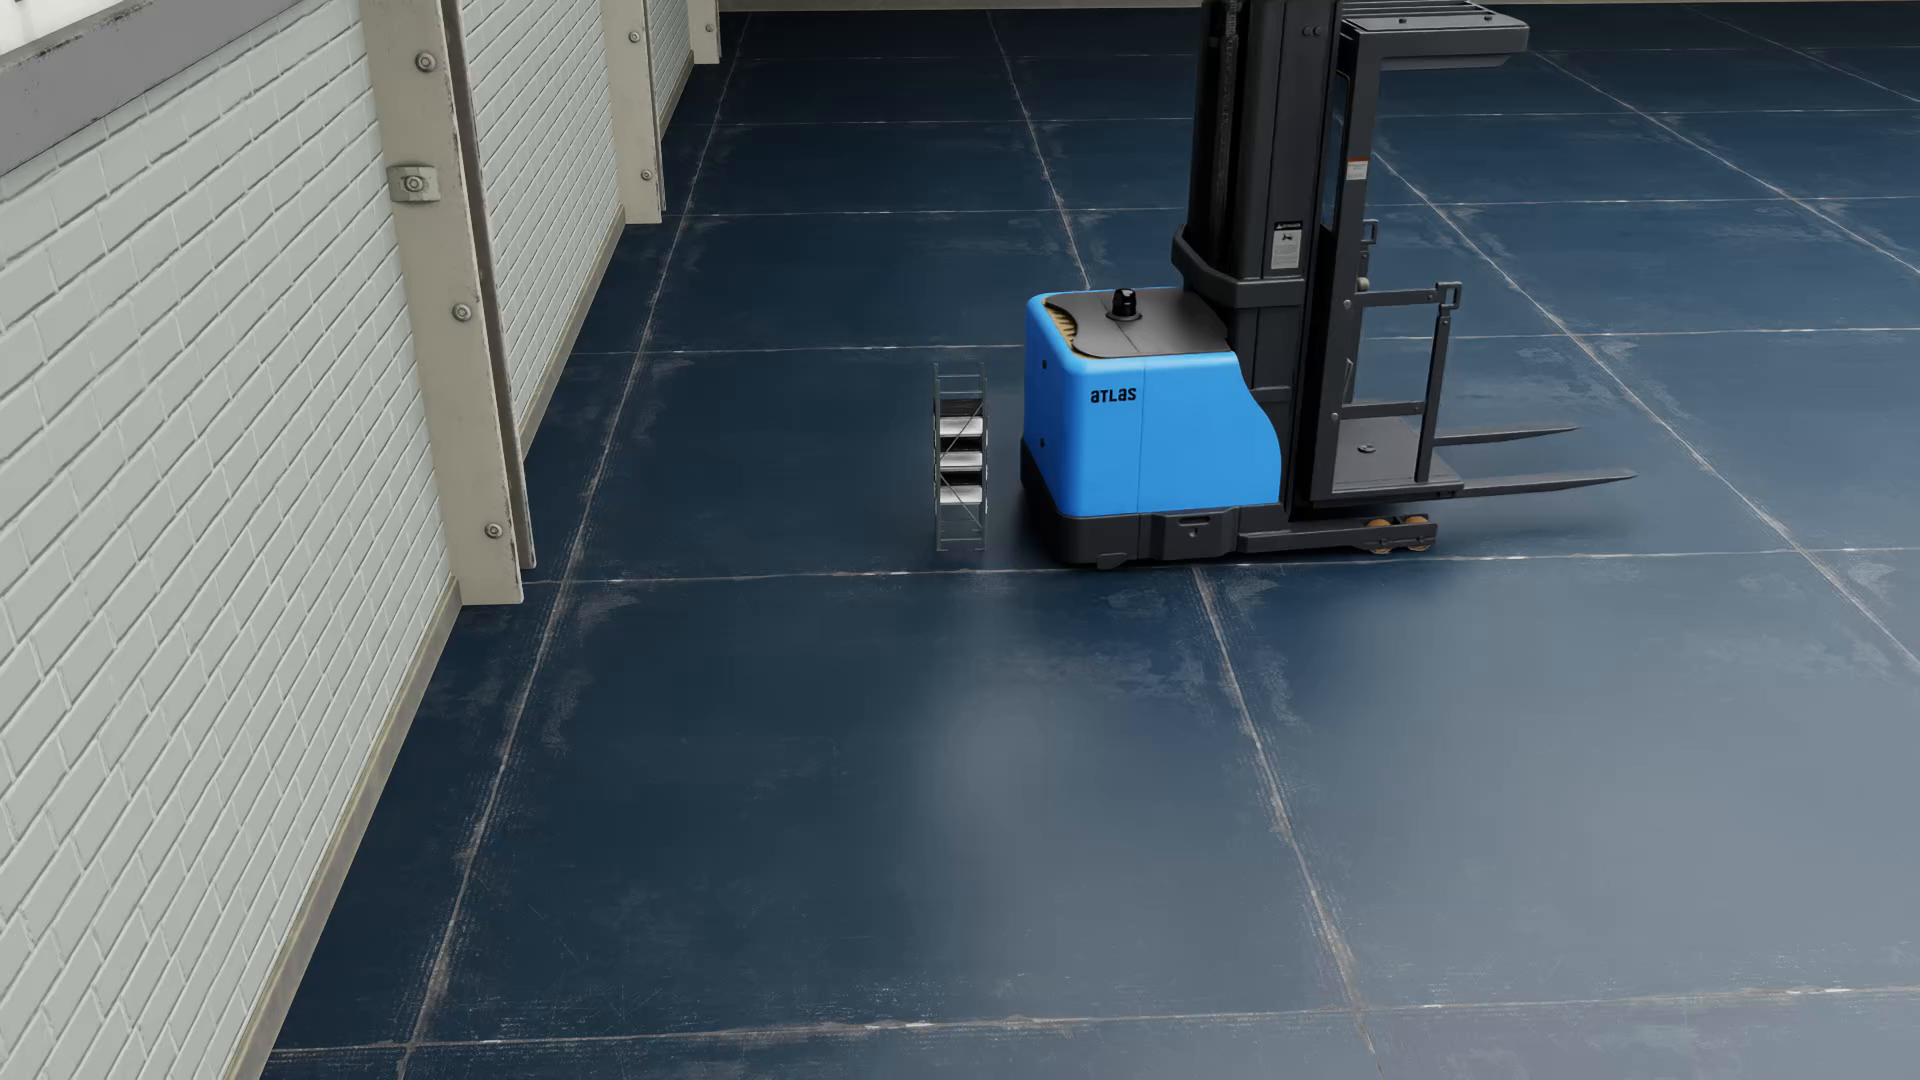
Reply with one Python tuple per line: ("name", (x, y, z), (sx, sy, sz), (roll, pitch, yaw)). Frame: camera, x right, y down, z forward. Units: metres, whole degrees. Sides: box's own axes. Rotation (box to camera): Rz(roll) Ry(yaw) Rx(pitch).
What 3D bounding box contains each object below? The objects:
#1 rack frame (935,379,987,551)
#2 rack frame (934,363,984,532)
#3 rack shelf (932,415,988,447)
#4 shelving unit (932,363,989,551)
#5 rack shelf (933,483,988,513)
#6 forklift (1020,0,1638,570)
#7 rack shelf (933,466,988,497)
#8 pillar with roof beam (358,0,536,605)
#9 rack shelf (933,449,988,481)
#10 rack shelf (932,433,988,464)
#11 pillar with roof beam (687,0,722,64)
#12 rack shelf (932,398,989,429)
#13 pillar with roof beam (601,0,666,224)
("rack frame", (0.006, -0.348, 7.945), (0.240, 0.900, 0.006), (-1, 28, -3))
("rack frame", (-0.005, -0.442, 8.125), (0.240, 0.900, 0.006), (-1, 28, -3))
("rack shelf", (0.000, -0.525, 7.967), (0.258, 0.077, 0.200), (-1, 28, -3))
("shelving unit", (0.000, -0.395, 8.035), (0.258, 0.900, 0.210), (-1, 28, -3))
("rack shelf", (0.000, -0.206, 8.133), (0.258, 0.077, 0.200), (-1, 28, -3))
("forklift", (1.879, -1.468, 7.895), (3.031, 2.935, 1.130), (-4, 28, -8))
("rack shelf", (0.000, -0.286, 8.092), (0.258, 0.077, 0.200), (-1, 28, -3))
("pillar with roof beam", (2.108, -3.888, 5.974), (9.100, 9.000, 0.400), (-1, 28, -3))
("rack shelf", (0.000, -0.366, 8.050), (0.258, 0.077, 0.200), (-1, 28, -3))
("rack shelf", (0.000, -0.445, 8.009), (0.258, 0.077, 0.200), (-1, 28, -3))
("pillar with roof beam", (1.482, -9.430, 16.599), (9.100, 9.000, 0.400), (-1, 28, -3))
("rack shelf", (0.000, -0.605, 7.925), (0.258, 0.077, 0.200), (-1, 28, -3))
("pillar with roof beam", (1.795, -6.659, 11.287), (9.100, 9.000, 0.400), (-1, 28, -3))
